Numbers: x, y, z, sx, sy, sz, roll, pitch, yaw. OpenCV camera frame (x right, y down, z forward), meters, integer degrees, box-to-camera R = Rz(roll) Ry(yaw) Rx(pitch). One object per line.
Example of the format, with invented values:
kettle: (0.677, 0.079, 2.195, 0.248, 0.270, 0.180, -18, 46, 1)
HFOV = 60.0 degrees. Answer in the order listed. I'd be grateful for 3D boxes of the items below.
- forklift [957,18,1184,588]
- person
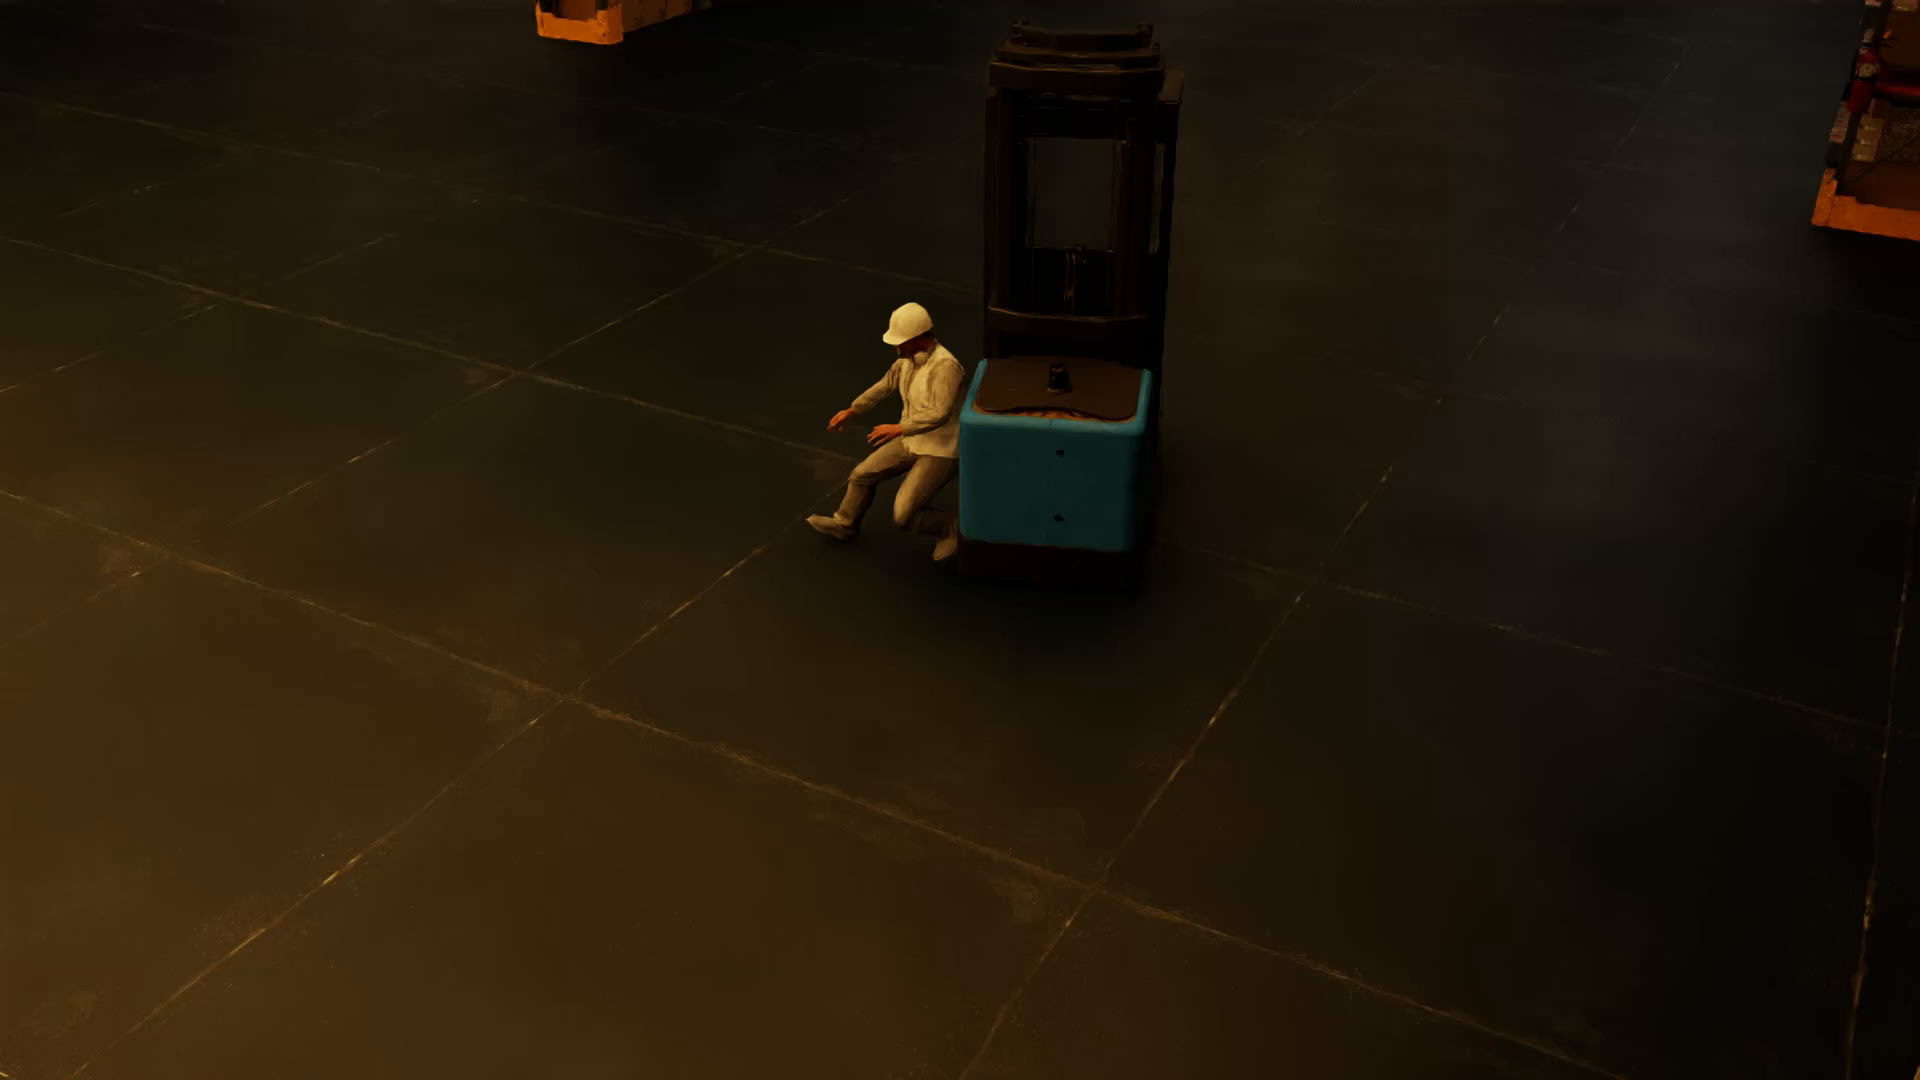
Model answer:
forklift: (0.721, -1.714, 10.040, 1.130, 2.935, 3.031, 4, 30, 8)
person: (-0.389, -0.588, 9.473, 0.800, 1.588, 0.829, -15, 33, -25)
